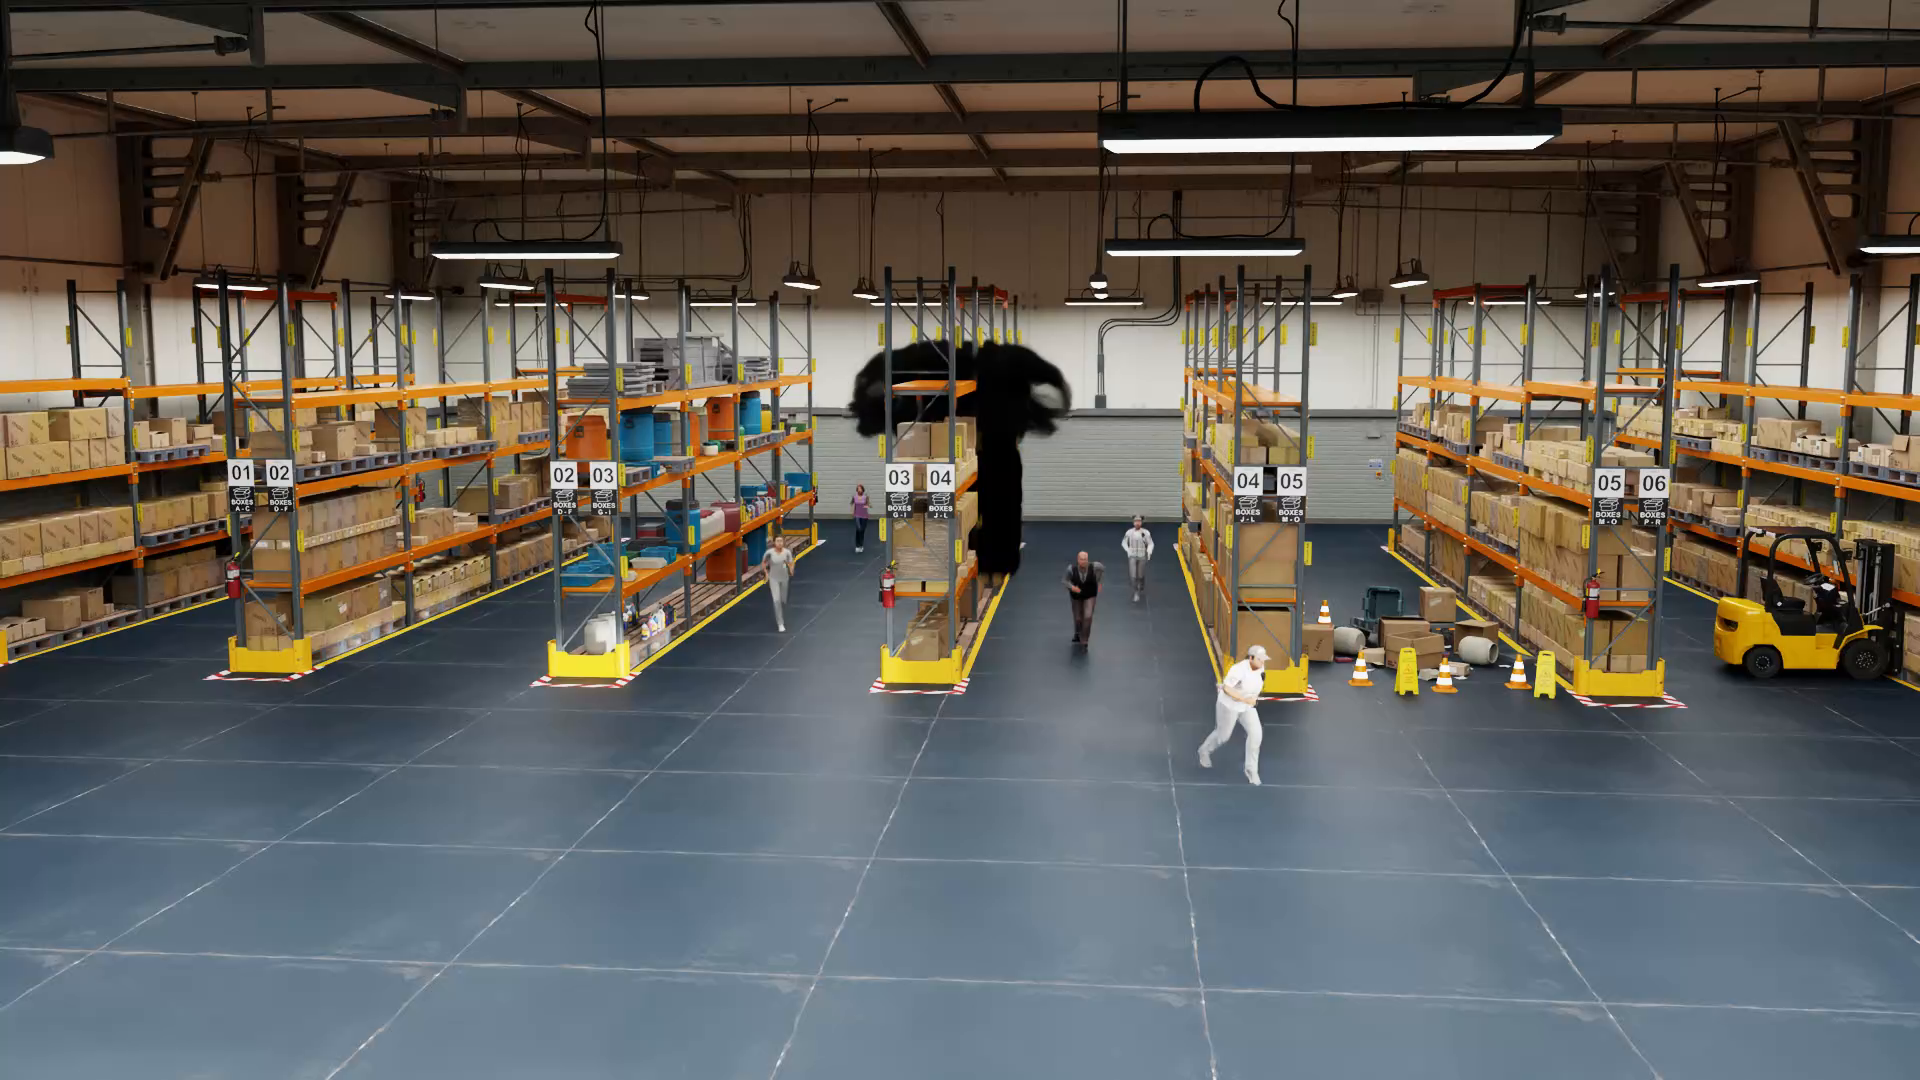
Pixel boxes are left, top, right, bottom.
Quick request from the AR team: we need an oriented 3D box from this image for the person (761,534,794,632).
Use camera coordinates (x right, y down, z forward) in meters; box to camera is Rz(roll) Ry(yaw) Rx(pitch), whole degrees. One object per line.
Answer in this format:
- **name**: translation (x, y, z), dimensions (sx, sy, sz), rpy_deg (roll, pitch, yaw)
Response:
- **person**: translation (-3.150, 0.706, 28.766), dimensions (0.547, 1.654, 0.877), rpy_deg (-2, 7, -16)

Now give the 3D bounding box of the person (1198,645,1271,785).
- **person**: translation (3.137, 1.952, 18.991), dimensions (0.648, 1.627, 1.035), rpy_deg (-5, 9, -37)

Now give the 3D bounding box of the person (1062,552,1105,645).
- **person**: translation (1.976, 0.894, 26.738), dimensions (0.701, 1.512, 0.970), rpy_deg (0, 7, 1)

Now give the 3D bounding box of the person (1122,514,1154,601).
- **person**: translation (3.408, 0.326, 31.931), dimensions (0.617, 1.650, 0.560), rpy_deg (1, 7, 10)

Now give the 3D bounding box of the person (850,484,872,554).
- **person**: translation (-2.307, -0.488, 38.816), dimensions (0.507, 1.637, 0.697), rpy_deg (-1, 7, -7)
